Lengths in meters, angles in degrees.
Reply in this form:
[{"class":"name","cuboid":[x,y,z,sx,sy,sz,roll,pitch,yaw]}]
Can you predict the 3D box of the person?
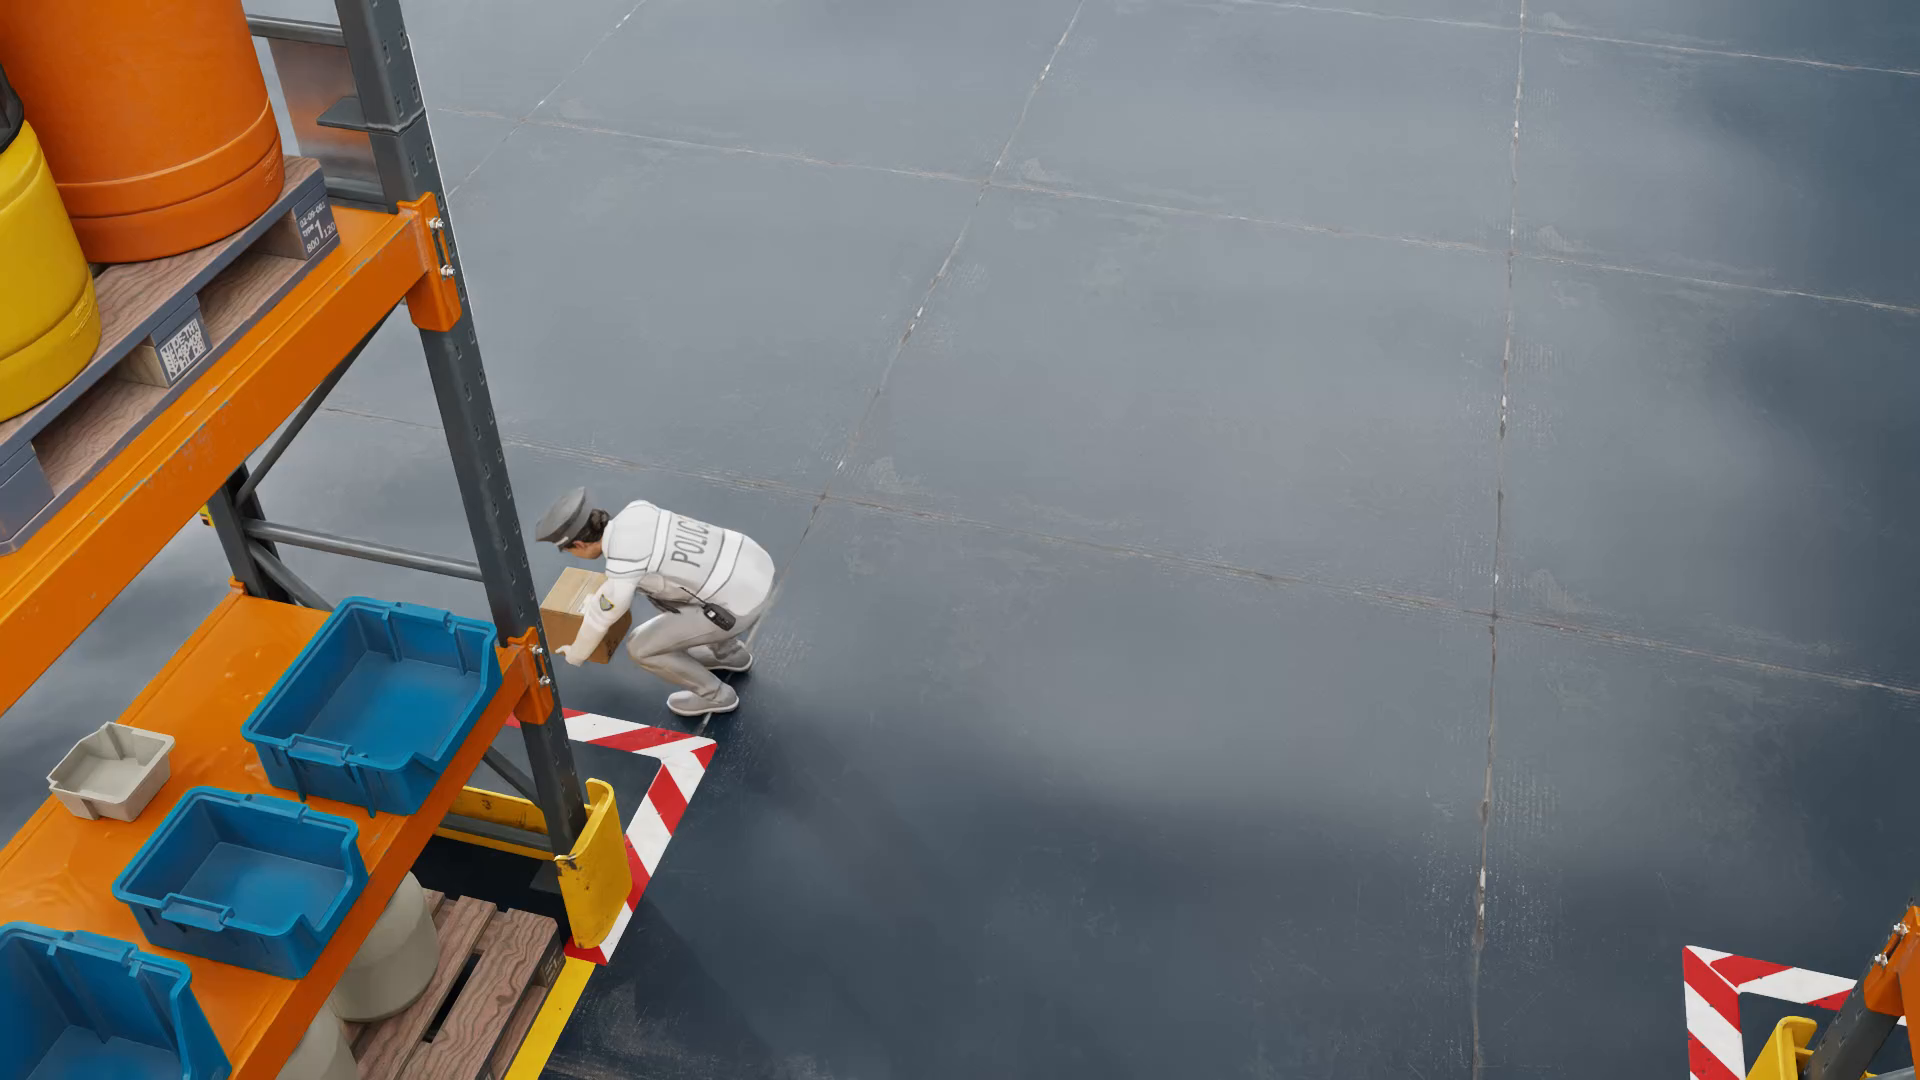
[{"class":"person","cuboid":[-1.157,0.210,6.444,0.877,0.980,0.459,4,41,5]}]
